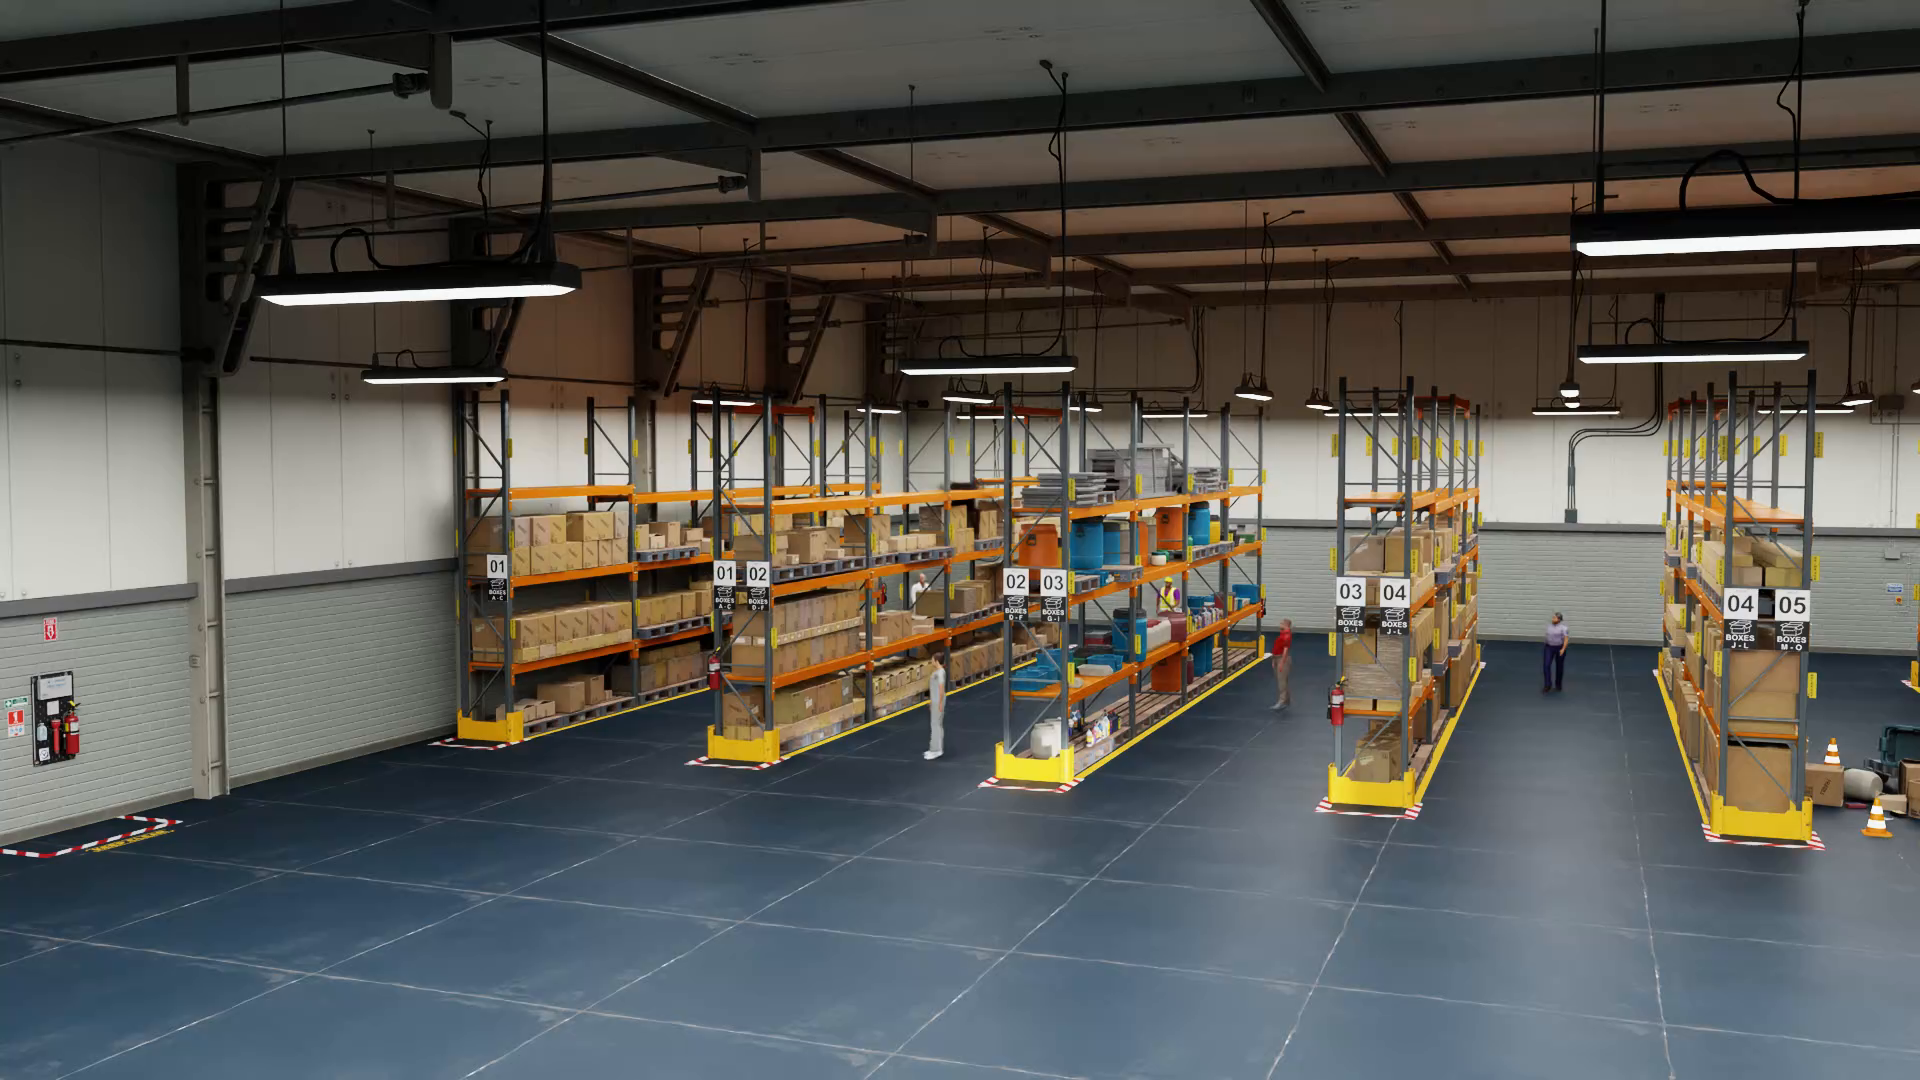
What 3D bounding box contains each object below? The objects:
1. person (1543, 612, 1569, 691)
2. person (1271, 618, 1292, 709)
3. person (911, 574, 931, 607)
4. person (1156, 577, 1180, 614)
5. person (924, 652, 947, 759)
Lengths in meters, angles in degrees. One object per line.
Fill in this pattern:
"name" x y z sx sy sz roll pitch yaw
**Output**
"person" 12.281 2.310 34.282 0.505 1.620 0.626 1 3 24
"person" 6.217 2.383 32.183 0.519 1.738 0.556 -1 3 -14
"person" -0.985 1.745 43.487 0.648 1.735 0.992 -1 3 -23
"person" 5.285 1.829 42.391 0.646 1.793 0.874 1 3 16
"person" -0.395 2.682 27.058 0.419 1.701 0.543 0 3 -5
